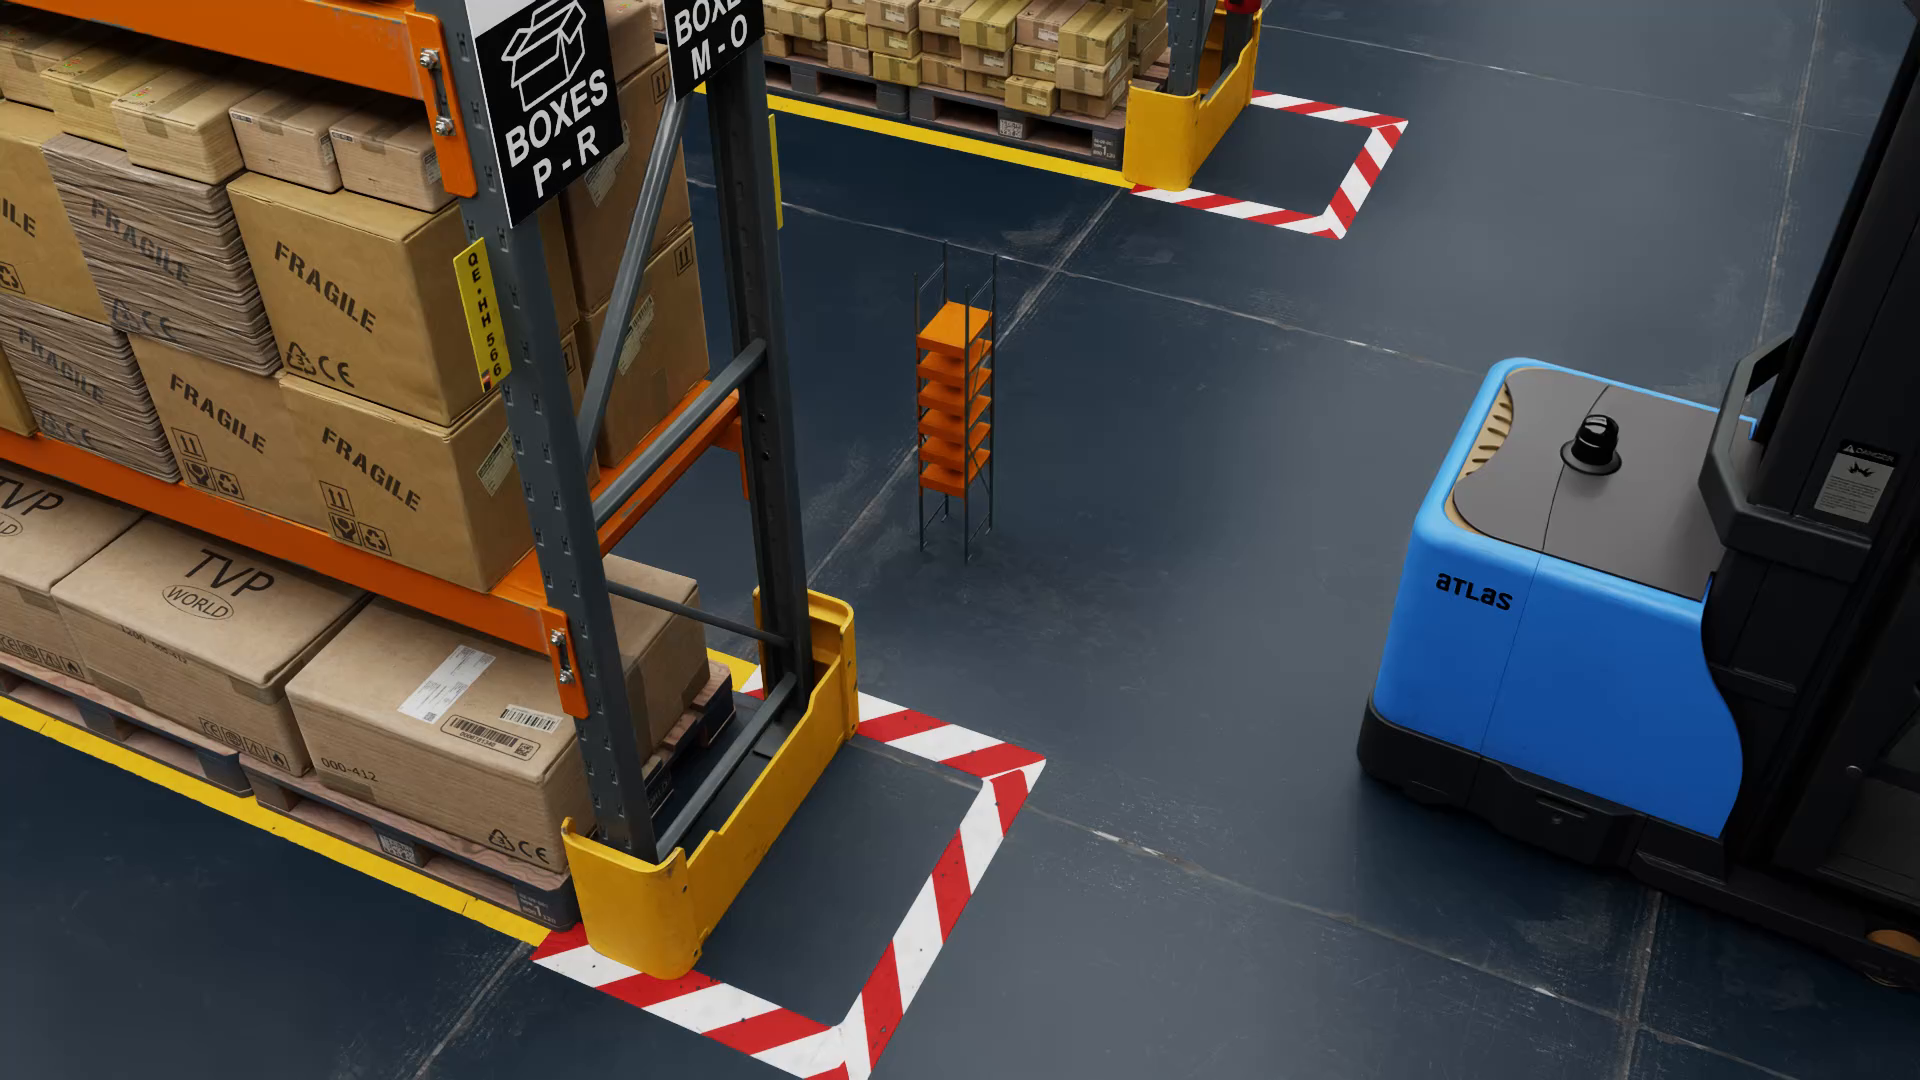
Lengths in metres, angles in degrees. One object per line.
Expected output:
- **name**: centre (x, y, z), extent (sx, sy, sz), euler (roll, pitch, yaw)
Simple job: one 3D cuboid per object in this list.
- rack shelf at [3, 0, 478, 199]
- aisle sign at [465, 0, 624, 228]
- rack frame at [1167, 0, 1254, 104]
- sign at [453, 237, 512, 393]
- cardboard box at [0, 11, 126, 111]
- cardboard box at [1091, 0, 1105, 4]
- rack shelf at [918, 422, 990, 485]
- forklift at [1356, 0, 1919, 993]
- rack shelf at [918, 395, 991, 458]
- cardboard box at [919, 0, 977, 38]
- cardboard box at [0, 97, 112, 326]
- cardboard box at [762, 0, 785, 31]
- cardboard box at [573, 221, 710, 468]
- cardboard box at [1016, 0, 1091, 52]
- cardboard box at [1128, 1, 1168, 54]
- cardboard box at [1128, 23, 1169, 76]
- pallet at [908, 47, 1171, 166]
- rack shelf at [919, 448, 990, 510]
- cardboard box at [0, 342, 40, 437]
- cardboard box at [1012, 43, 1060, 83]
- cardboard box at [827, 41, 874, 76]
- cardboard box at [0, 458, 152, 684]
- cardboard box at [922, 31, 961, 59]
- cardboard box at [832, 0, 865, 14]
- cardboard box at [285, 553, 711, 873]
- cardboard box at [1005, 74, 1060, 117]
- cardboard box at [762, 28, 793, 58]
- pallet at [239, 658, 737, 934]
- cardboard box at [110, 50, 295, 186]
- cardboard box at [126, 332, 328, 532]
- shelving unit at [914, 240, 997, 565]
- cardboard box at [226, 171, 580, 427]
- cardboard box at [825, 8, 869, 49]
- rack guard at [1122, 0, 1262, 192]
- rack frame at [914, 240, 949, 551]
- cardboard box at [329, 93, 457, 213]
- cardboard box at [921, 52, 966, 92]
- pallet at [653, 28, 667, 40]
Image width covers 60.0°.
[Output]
- **rack shelf**: centre (-2.550, -1.668, 4.143), extent (4.000, 0.370, 1.077), euler (17, 44, 19)
- **aisle sign**: centre (-0.803, -1.031, 3.164), extent (0.004, 0.787, 0.394), euler (17, 44, 19)
- **rack frame**: centre (1.264, -3.218, 7.673), extent (0.127, 3.000, 1.000), euler (17, 44, 19)
- **sign**: centre (-0.980, -0.461, 3.427), extent (0.005, 0.325, 0.100), euler (17, 44, 19)
- **cardboard box**: centre (-2.075, -1.180, 3.986), extent (0.250, 0.149, 0.380), euler (17, 44, 18)
- **cardboard box**: centre (0.632, -2.876, 8.680), extent (0.250, 0.149, 0.380), euler (18, 44, 19)
- **rack shelf**: centre (-0.013, -0.333, 5.969), extent (0.180, 0.103, 0.258), euler (17, 44, 19)
- **forklift**: centre (2.821, -0.169, 4.207), extent (3.031, 2.935, 1.130), euler (19, 44, 21)
- **rack shelf**: centre (-0.013, -0.424, 5.891), extent (0.180, 0.103, 0.258), euler (17, 44, 19)
- **cardboard box**: centre (-0.023, -2.730, 8.511), extent (0.250, 0.149, 0.380), euler (15, 43, 17)
- **cardboard box**: centre (-2.208, -0.926, 4.189), extent (0.500, 0.500, 0.500), euler (17, 44, 18)
- **cardboard box**: centre (-0.980, -2.892, 8.926), extent (0.250, 0.149, 0.380), euler (17, 44, 18)
- **cardboard box**: centre (-1.051, -0.593, 4.568), extent (0.500, 0.500, 0.500), euler (17, 44, 18)
- **cardboard box**: centre (0.473, -2.624, 8.389), extent (0.250, 0.149, 0.380), euler (18, 44, 19)
- **cardboard box**: centre (0.898, -2.709, 8.715), extent (0.250, 0.149, 0.380), euler (19, 44, 20)
- **cardboard box**: centre (0.924, -2.635, 8.856), extent (0.250, 0.149, 0.380), euler (18, 44, 19)
- **pallet**: centre (0.474, -2.432, 8.894), extent (1.213, 0.211, 1.003), euler (17, 44, 19)
- **rack shelf**: centre (-0.013, -0.242, 6.048), extent (0.180, 0.103, 0.258), euler (17, 44, 19)
- **cardboard box**: centre (-2.679, -0.686, 4.675), extent (0.500, 0.500, 0.500), euler (18, 44, 20)
- **cardboard box**: centre (0.451, -2.493, 8.465), extent (0.250, 0.149, 0.380), euler (16, 43, 18)
- **cardboard box**: centre (-0.506, -2.639, 8.860), extent (0.250, 0.149, 0.380), euler (18, 44, 19)
- **cardboard box**: centre (-3.027, -0.065, 5.671), extent (0.875, 0.438, 0.875), euler (16, 43, 17)
- **cardboard box**: centre (-0.007, -2.667, 8.666), extent (0.250, 0.149, 0.380), euler (16, 44, 18)
- **cardboard box**: centre (-0.482, -2.910, 8.719), extent (0.250, 0.149, 0.380), euler (16, 43, 17)
- **cardboard box**: centre (-1.378, 0.434, 5.095), extent (0.875, 0.438, 0.875), euler (16, 43, 17)
- **cardboard box**: centre (0.423, -2.333, 8.507), extent (0.250, 0.149, 0.380), euler (18, 44, 20)
- **cardboard box**: centre (-0.974, -2.781, 9.024), extent (0.250, 0.149, 0.380), euler (16, 43, 17)
- **pallet**: centre (-1.495, 0.627, 5.366), extent (1.213, 0.211, 1.003), euler (17, 44, 19)
- **cardboard box**: centre (-1.657, -0.971, 3.745), extent (0.250, 0.149, 0.380), euler (17, 44, 18)
- **cardboard box**: centre (-1.735, -0.414, 4.361), extent (0.500, 0.500, 0.500), euler (16, 43, 18)
- **shelving unit**: centre (-0.013, -0.457, 5.862), extent (0.189, 1.200, 0.258), euler (17, 44, 19)
- **cardboard box**: centre (-1.275, -0.660, 3.881), extent (0.500, 0.500, 0.500), euler (18, 44, 20)
- **cardboard box**: centre (-0.506, -2.749, 8.761), extent (0.250, 0.149, 0.380), euler (19, 44, 21)
- **rack guard**: centre (1.195, -2.295, 8.516), extent (0.348, 0.500, 1.175), euler (17, 44, 19)
- **rack frame**: centre (-0.096, -0.483, 5.891), extent (0.006, 1.200, 0.240), euler (17, 44, 19)
- **cardboard box**: centre (-1.147, -0.893, 3.656), extent (0.250, 0.149, 0.380), euler (18, 44, 19)
- **cardboard box**: centre (-0.010, -2.518, 8.720), extent (0.250, 0.149, 0.380), euler (17, 44, 19)
- **pallet**: centre (-1.738, -3.107, 9.674), extent (1.213, 0.211, 1.003), euler (17, 44, 19)
